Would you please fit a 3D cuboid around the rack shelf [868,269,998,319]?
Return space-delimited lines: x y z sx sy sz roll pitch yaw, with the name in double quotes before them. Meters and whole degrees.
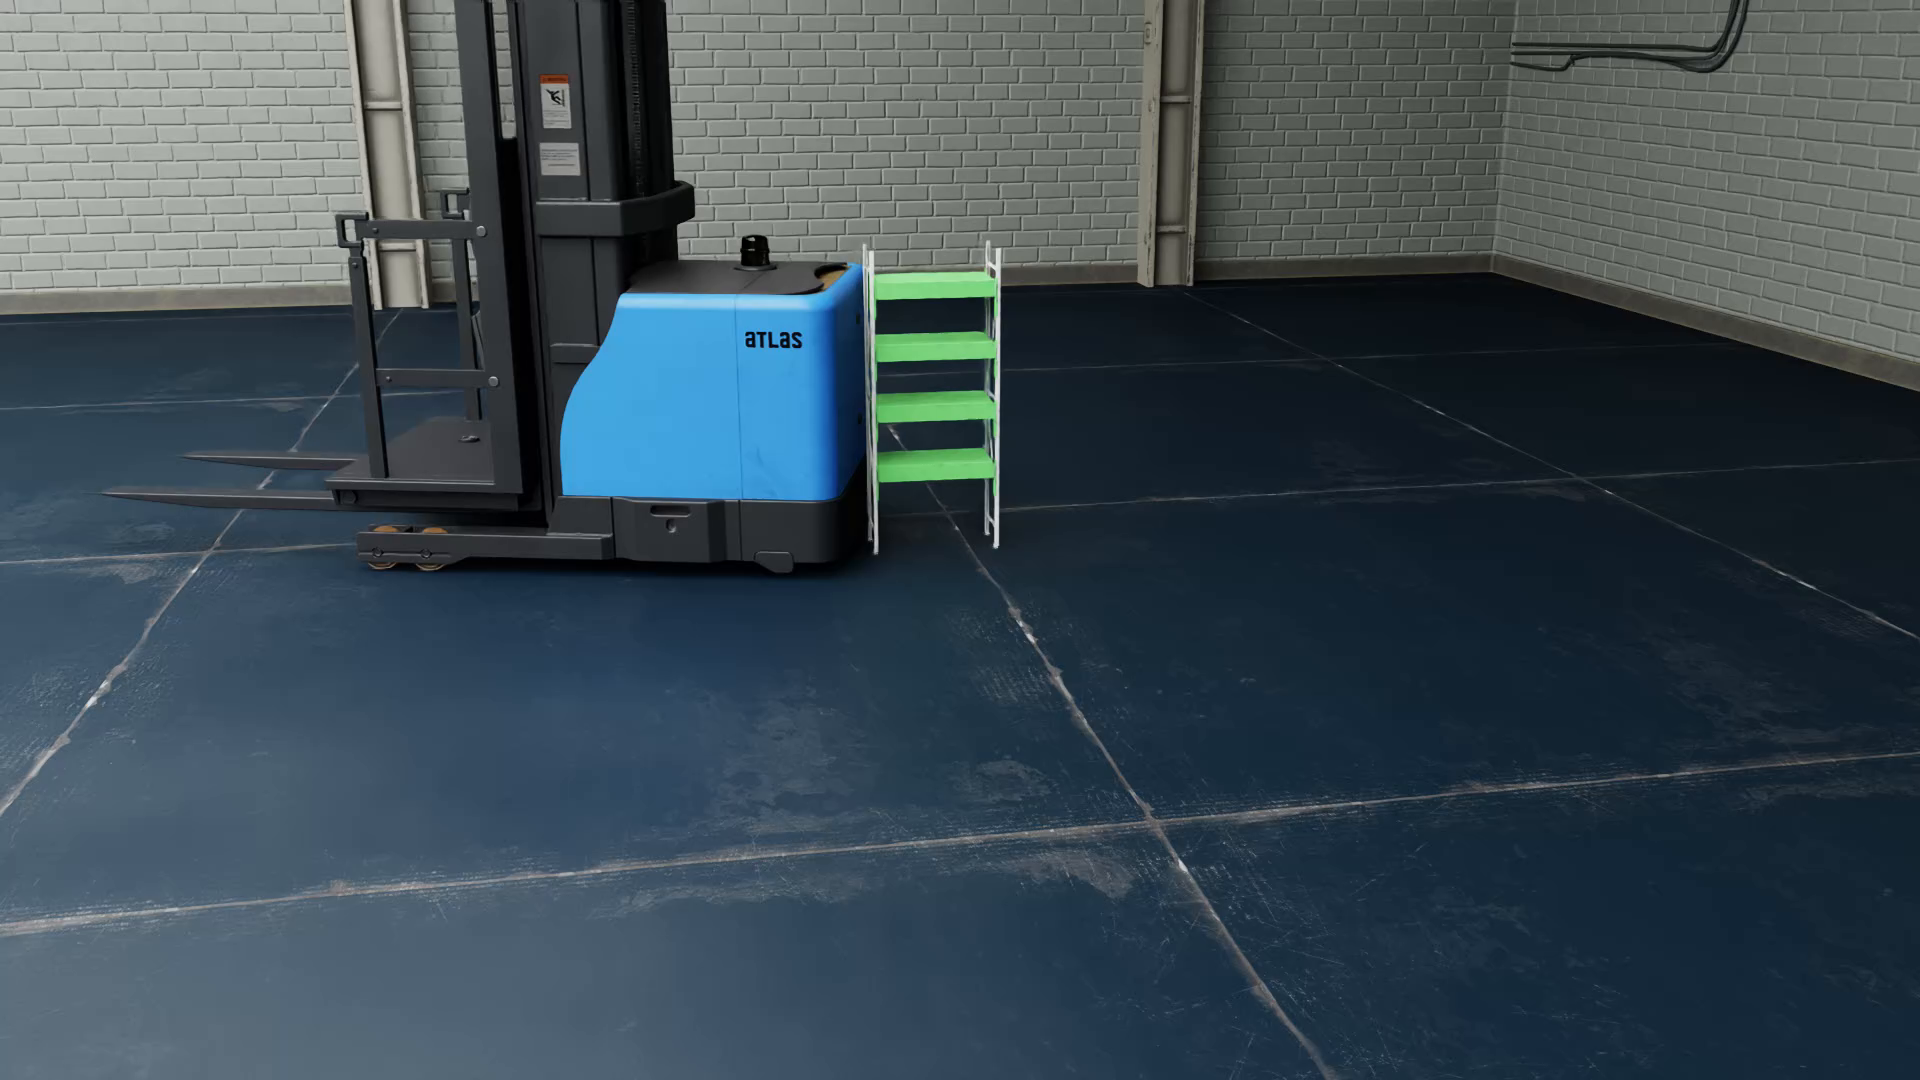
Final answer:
"rack shelf" -0.112 -0.959 6.473 0.480 0.148 0.258 -3 17 -9

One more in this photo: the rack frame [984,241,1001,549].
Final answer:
"rack frame" 0.129 -0.573 6.634 0.015 1.200 0.240 -3 17 -9

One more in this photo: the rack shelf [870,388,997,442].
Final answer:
"rack shelf" -0.112 -0.500 6.614 0.480 0.148 0.258 -3 17 -9

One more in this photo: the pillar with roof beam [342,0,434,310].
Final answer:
"pillar with roof beam" -3.389 -4.835 7.229 0.400 9.000 9.100 -3 17 -10

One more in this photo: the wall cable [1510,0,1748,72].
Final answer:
"wall cable" 4.829 -4.709 12.106 0.112 2.526 3.097 -3 17 -10

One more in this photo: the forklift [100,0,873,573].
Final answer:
"forklift" -1.911 -1.434 6.487 3.031 2.935 1.130 1 17 5

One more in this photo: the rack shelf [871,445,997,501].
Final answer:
"rack shelf" -0.112 -0.271 6.685 0.480 0.148 0.258 -3 17 -9

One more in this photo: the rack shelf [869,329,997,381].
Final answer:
"rack shelf" -0.112 -0.730 6.544 0.480 0.148 0.258 -3 17 -9

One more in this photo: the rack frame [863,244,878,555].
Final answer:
"rack frame" -0.352 -0.549 6.557 0.015 1.200 0.240 -3 17 -9

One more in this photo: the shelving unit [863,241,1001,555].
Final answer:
"shelving unit" -0.112 -0.561 6.596 0.503 1.200 0.258 -3 17 -9

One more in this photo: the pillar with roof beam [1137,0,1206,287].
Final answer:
"pillar with roof beam" 2.502 -5.170 8.317 0.400 9.000 9.100 -3 17 -10
